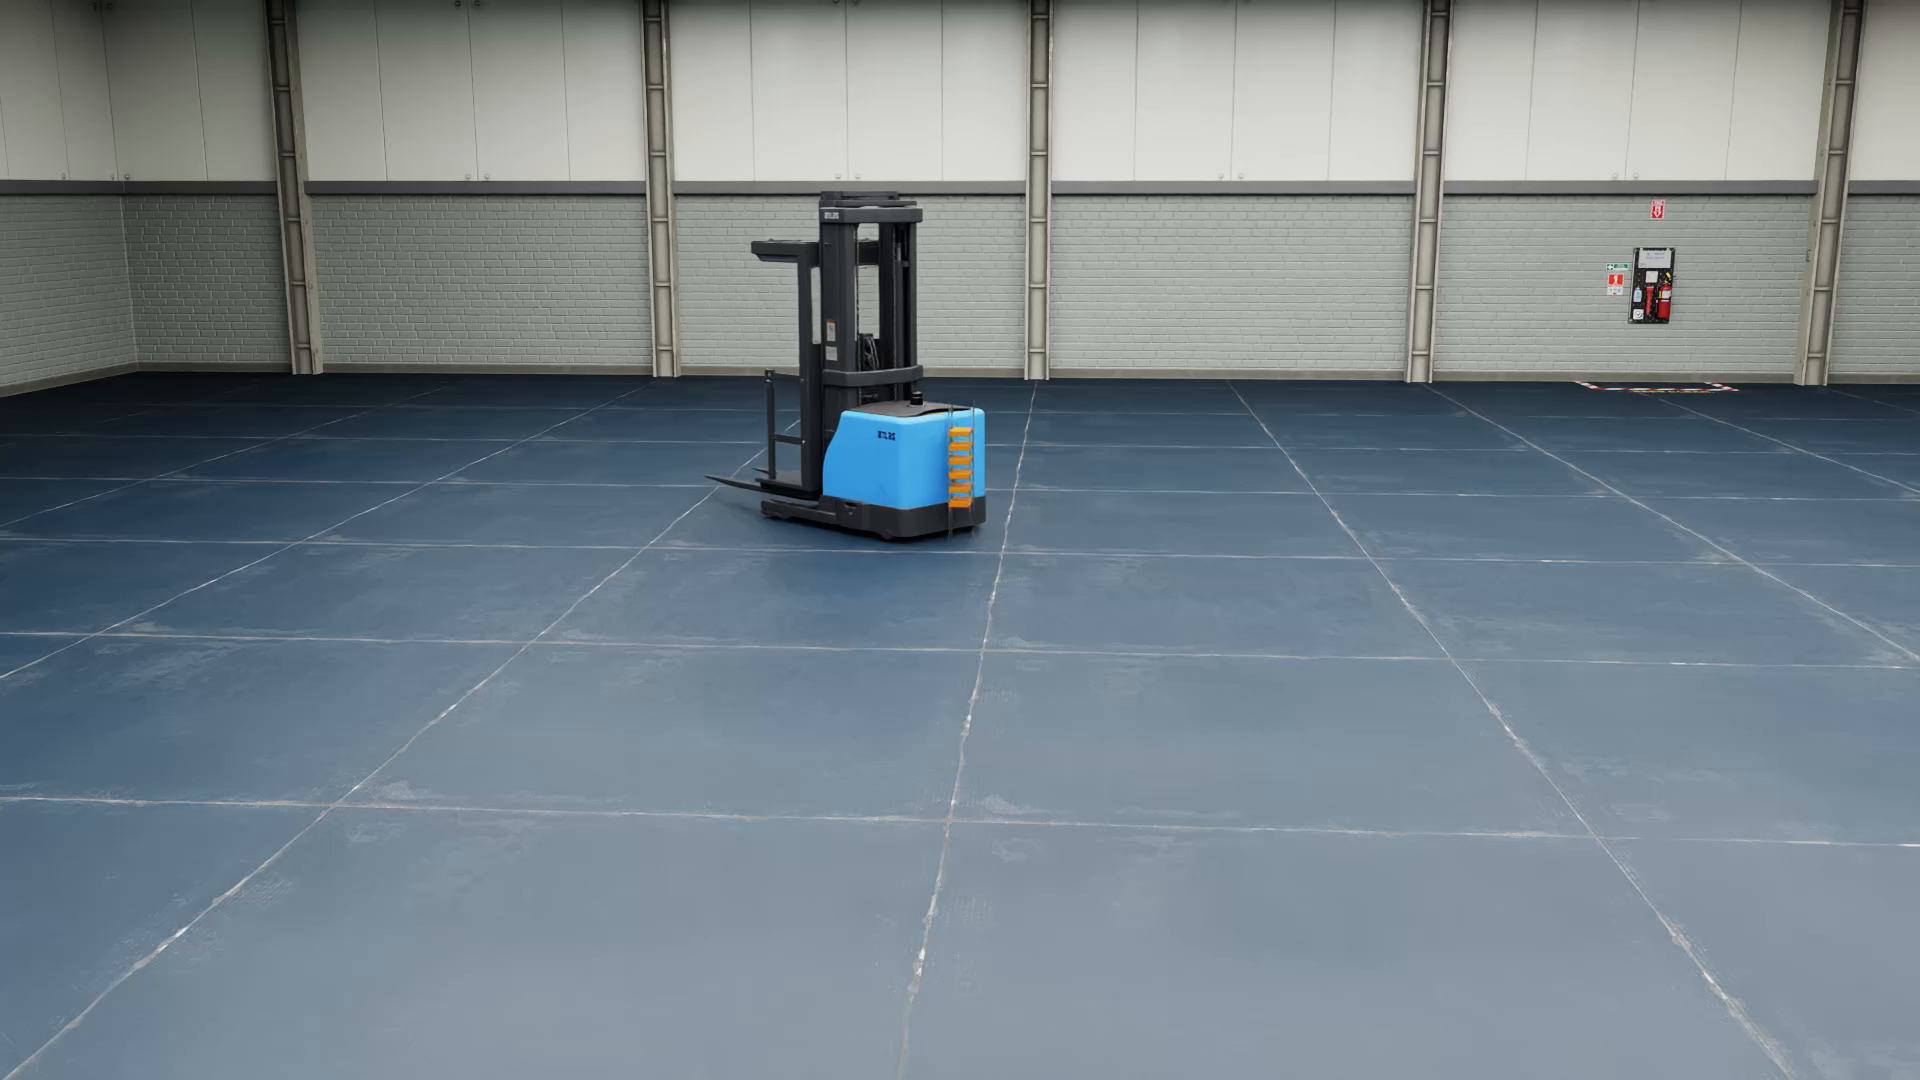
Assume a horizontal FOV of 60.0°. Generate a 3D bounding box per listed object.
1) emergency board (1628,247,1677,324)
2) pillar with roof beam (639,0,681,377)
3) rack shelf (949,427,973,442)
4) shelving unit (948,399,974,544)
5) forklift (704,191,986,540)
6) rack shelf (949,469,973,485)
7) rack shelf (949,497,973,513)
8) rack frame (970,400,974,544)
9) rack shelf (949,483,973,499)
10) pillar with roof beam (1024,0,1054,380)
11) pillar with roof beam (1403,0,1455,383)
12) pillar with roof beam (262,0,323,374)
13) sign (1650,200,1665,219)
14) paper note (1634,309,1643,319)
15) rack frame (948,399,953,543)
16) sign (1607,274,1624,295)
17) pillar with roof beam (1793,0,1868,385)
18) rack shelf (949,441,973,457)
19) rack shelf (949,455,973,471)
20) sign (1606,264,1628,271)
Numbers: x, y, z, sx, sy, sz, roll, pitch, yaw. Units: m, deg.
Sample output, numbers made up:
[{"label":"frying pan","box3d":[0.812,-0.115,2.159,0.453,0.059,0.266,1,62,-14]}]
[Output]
[{"label":"emergency board","box3d":[10.741,-3.931,25.733,0.643,1.169,0.194,1,12,4]},{"label":"pillar with roof beam","box3d":[-5.043,-6.192,21.892,0.400,9.000,9.100,1,12,4]},{"label":"rack shelf","box3d":[0.011,-0.889,14.047,0.180,0.103,0.258,1,12,7]},{"label":"shelving unit","box3d":[0.011,-0.580,14.112,0.189,1.200,0.258,1,12,7]},{"label":"forklift","box3d":[-1.174,-1.671,15.099,3.031,2.935,1.130,11,16,43]},{"label":"rack shelf","box3d":[0.011,-0.537,14.121,0.180,0.103,0.258,1,12,7]},{"label":"rack shelf","box3d":[0.011,-0.302,14.170,0.180,0.103,0.258,1,12,7]},{"label":"rack frame","box3d":[0.101,-0.578,14.101,0.006,1.200,0.240,1,12,7]},{"label":"rack shelf","box3d":[0.011,-0.419,14.145,0.180,0.103,0.258,1,12,7]},{"label":"pillar with roof beam","box3d":[0.943,-6.110,21.500,0.400,9.000,9.100,1,12,4]},{"label":"pillar with roof beam","box3d":[6.930,-6.028,21.107,0.400,9.000,9.100,1,12,4]},{"label":"pillar with roof beam","box3d":[-11.030,-6.274,22.285,0.400,9.000,9.100,1,12,4]},{"label":"sign","box3d":[10.739,-5.086,25.593,0.199,0.298,0.001,1,12,4]},{"label":"paper note","box3d":[10.569,-3.516,25.902,0.142,0.148,0.016,1,12,4]},{"label":"rack frame","box3d":[-0.080,-0.583,14.123,0.006,1.200,0.240,1,12,7]},{"label":"sign","box3d":[10.196,-3.977,25.866,0.234,0.329,0.001,1,12,4]},{"label":"pillar with roof beam","box3d":[12.916,-5.946,20.715,0.400,9.000,9.100,1,12,4]},{"label":"rack shelf","box3d":[0.011,-0.772,14.072,0.180,0.103,0.258,1,12,7]},{"label":"rack shelf","box3d":[0.011,-0.654,14.096,0.180,0.103,0.258,1,12,7]},{"label":"sign","box3d":[10.200,-4.234,25.803,0.331,0.109,0.001,1,12,4]}]
